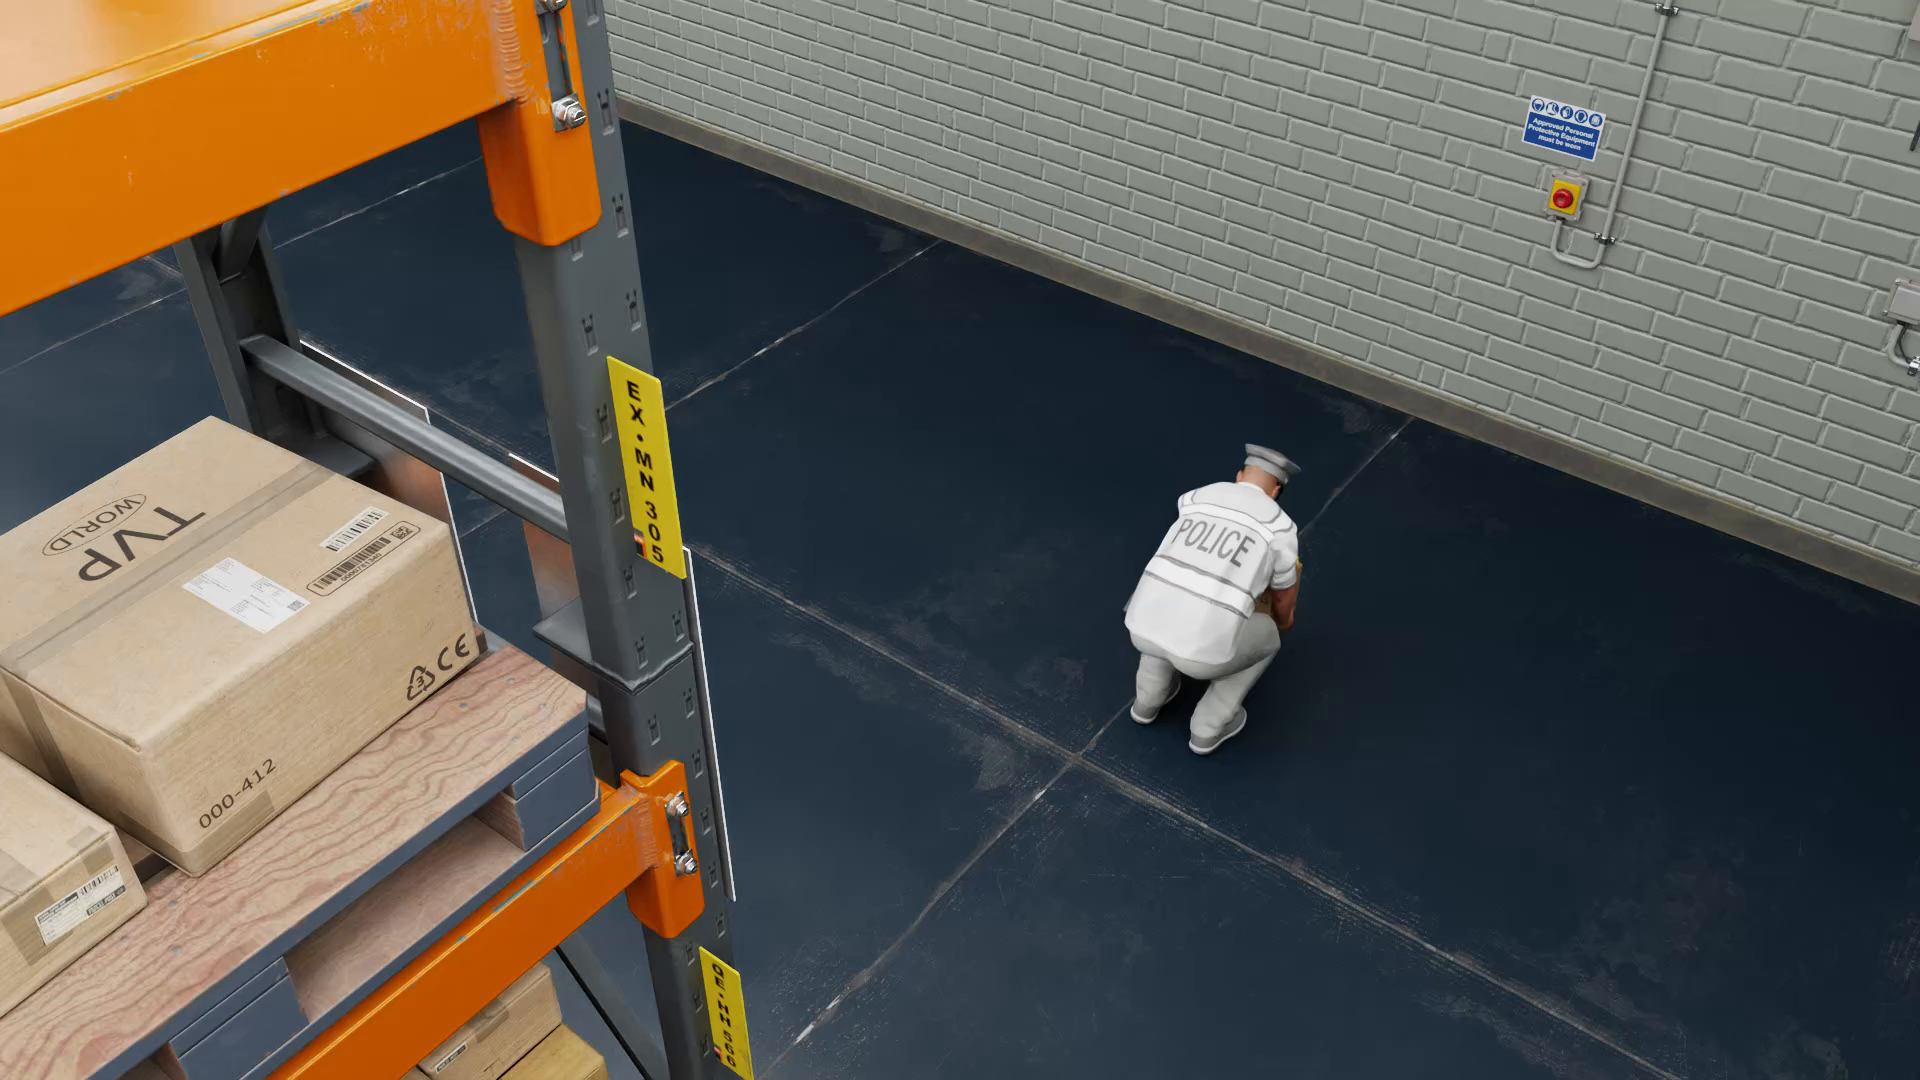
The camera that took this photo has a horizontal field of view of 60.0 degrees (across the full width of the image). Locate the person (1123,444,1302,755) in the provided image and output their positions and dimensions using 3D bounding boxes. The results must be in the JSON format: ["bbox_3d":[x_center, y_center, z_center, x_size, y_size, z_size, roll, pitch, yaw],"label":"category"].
[{"bbox_3d":[0.993,0.227,6.457,0.495,1.020,0.996,24,45,27],"label":"person"}]
